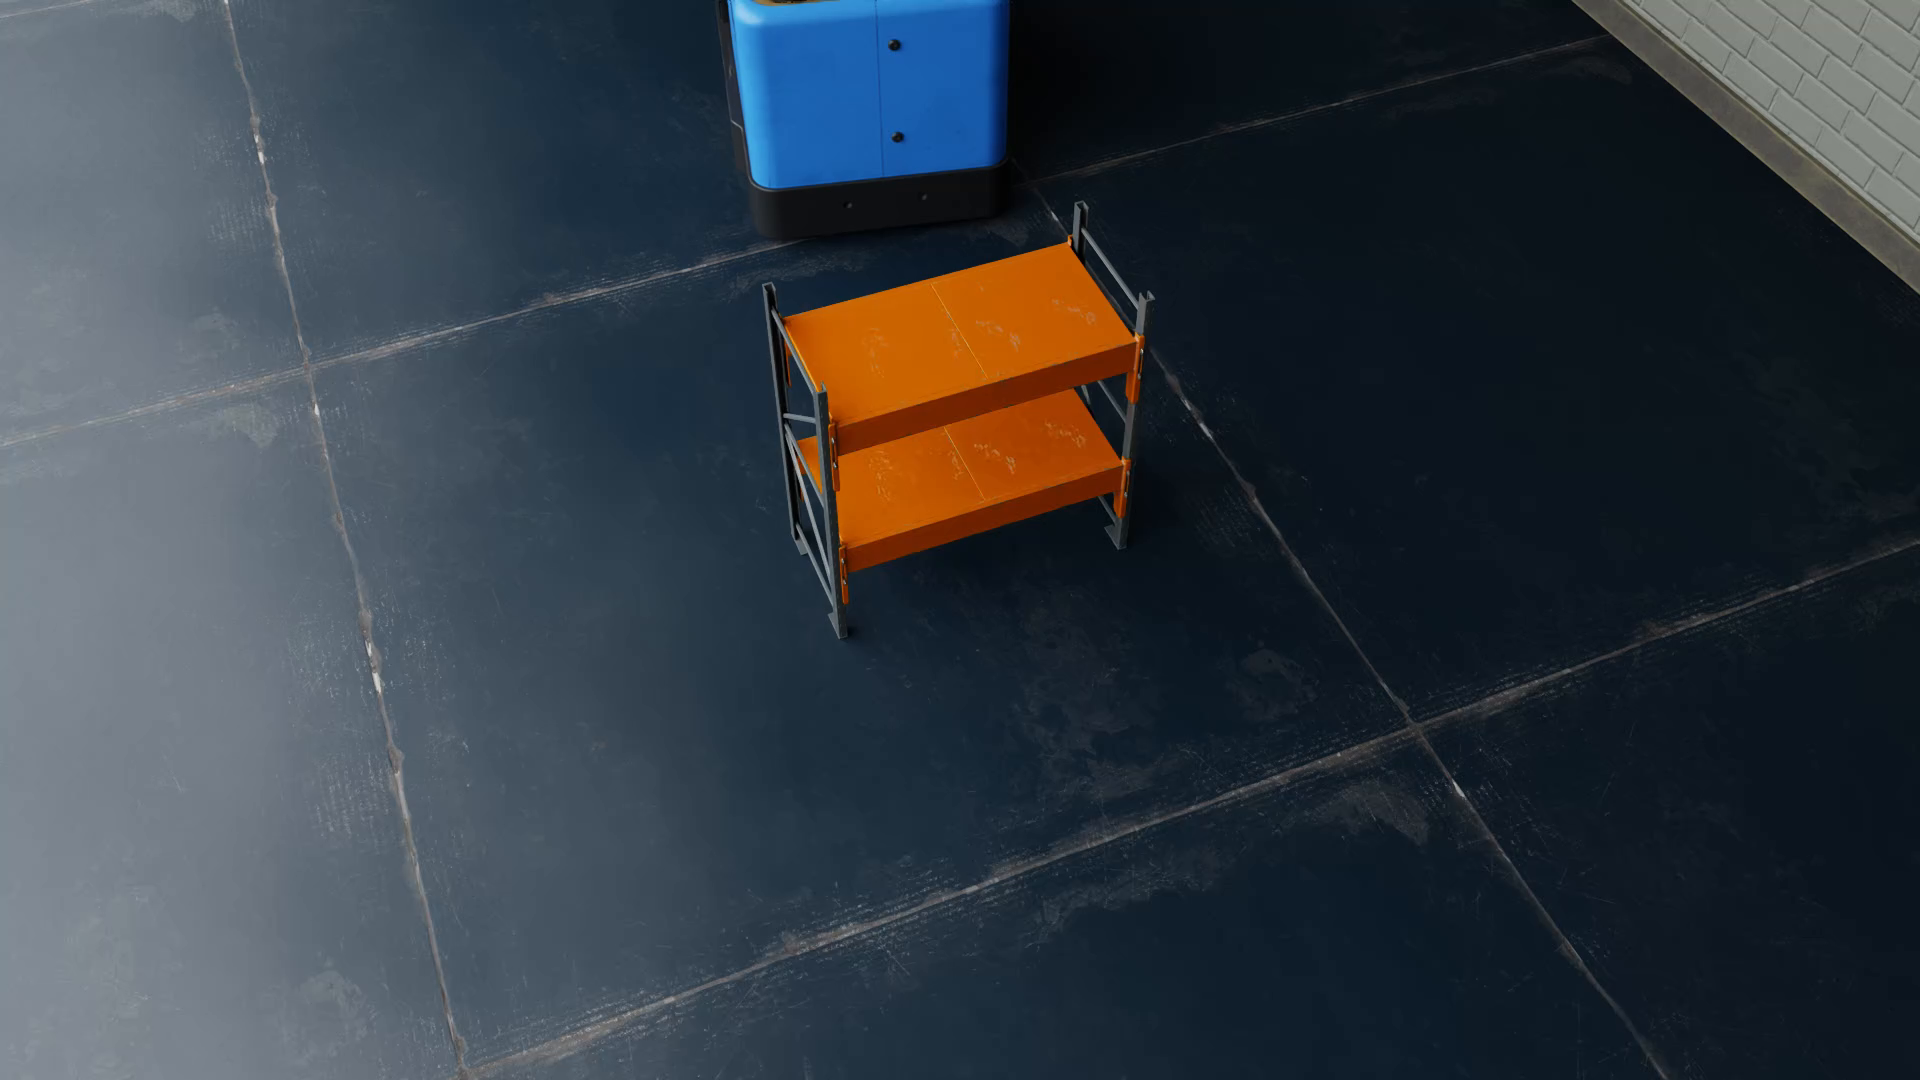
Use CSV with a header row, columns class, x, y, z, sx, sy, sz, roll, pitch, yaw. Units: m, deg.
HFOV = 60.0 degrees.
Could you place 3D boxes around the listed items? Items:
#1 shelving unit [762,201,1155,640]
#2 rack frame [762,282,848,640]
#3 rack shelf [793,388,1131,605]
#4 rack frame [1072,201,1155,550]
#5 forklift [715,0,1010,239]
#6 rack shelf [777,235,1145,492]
class,x,y,z,sx,sy,sz,roll,pitch,yaw
shelving unit,-0.006,-0.365,5.322,1.048,1.125,0.538,-17,52,-14
rack frame,-0.477,-0.219,5.196,0.032,1.125,0.500,-17,52,-14
rack shelf,-0.006,-0.205,5.507,1.000,0.278,0.538,-17,52,-14
rack frame,0.464,-0.510,5.447,0.032,1.125,0.500,-17,52,-14
forklift,-0.556,-3.305,6.656,1.130,2.935,3.031,-7,50,-6
rack shelf,-0.006,-0.555,5.100,1.000,0.278,0.538,-17,52,-14
